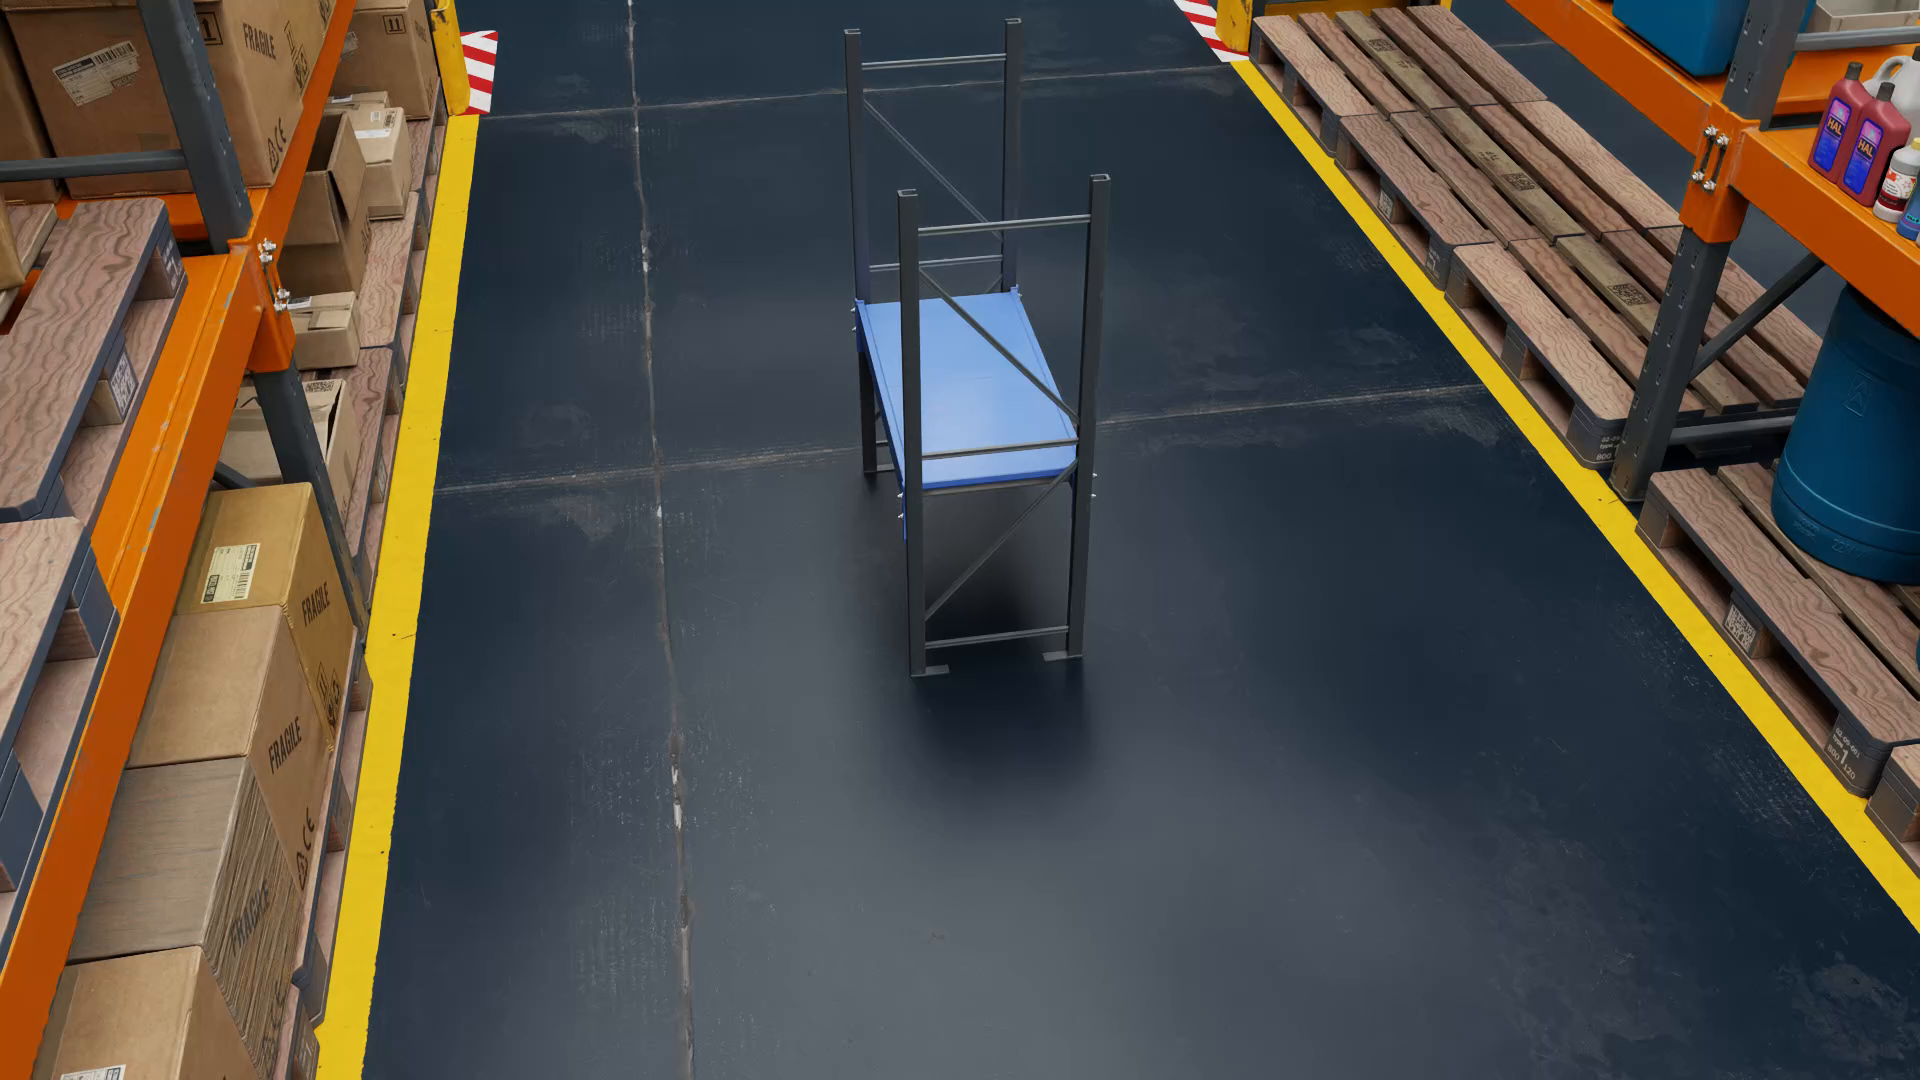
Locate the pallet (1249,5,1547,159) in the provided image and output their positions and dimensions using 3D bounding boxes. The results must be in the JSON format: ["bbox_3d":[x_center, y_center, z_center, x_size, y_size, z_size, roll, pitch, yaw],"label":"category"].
[{"bbox_3d":[2.045,-2.202,7.912,1.003,0.211,1.213,-6,38,-8],"label":"pallet"}]

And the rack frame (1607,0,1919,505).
[{"bbox_3d":[2.640,-1.389,4.593,1.000,3.000,0.127,-6,38,-8],"label":"rack frame"}]

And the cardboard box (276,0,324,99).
[{"bbox_3d":[-2.151,-1.544,4.711,0.500,0.500,0.500,-6,38,-7],"label":"cardboard box"}]

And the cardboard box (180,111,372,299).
[{"bbox_3d":[-2.572,-1.181,6.001,0.797,0.503,0.637,-6,38,-8],"label":"cardboard box"}]

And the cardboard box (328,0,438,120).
[{"bbox_3d":[-2.601,-2.160,7.264,0.500,0.500,0.500,-6,38,-8],"label":"cardboard box"}]

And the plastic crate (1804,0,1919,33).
[{"bbox_3d":[2.699,-1.605,5.037,0.396,0.136,0.243,-6,38,-8],"label":"plastic crate"}]

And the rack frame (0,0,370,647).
[{"bbox_3d":[-2.237,-0.859,3.911,1.000,3.000,0.127,-6,38,-8],"label":"rack frame"}]

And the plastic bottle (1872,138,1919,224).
[{"bbox_3d":[2.346,-0.895,4.119,0.097,0.201,0.097,0,38,0],"label":"plastic bottle"}]

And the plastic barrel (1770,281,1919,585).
[{"bbox_3d":[2.719,-0.396,4.683,0.600,0.901,0.708,-6,38,-8],"label":"plastic barrel"}]

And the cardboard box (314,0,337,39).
[{"bbox_3d":[-2.237,-1.847,5.101,0.500,0.500,0.500,-6,38,-8],"label":"cardboard box"}]

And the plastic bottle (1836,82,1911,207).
[{"bbox_3d":[2.308,-0.995,4.181,0.061,0.283,0.133,-6,38,-8],"label":"plastic bottle"}]

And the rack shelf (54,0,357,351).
[{"bbox_3d":[-2.588,-1.783,5.686,1.077,0.370,4.000,-6,38,-8],"label":"rack shelf"}]

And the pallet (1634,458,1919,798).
[{"bbox_3d":[2.734,0.182,4.843,1.003,0.211,1.213,-6,38,-8],"label":"pallet"}]

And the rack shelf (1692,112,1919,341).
[{"bbox_3d":[2.991,0.103,3.259,1.077,0.370,4.000,-6,38,-8],"label":"rack shelf"}]

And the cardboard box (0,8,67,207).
[{"bbox_3d":[-2.577,-1.173,4.233,0.500,0.500,0.500,-6,38,-7],"label":"cardboard box"}]

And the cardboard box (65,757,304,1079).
[{"bbox_3d":[-1.703,0.824,3.423,0.500,0.500,0.500,-6,38,-7],"label":"cardboard box"}]

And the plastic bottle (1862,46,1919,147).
[{"bbox_3d":[2.390,-1.098,4.259,0.144,0.351,0.185,-6,38,-8],"label":"plastic bottle"}]

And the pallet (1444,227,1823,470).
[{"bbox_3d":[2.473,-0.728,6.015,1.003,0.211,1.213,-6,38,-8],"label":"pallet"}]

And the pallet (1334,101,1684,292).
[{"bbox_3d":[2.256,-1.467,6.966,1.003,0.211,1.213,-6,38,-8],"label":"pallet"}]

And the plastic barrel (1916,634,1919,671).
[{"bbox_3d":[2.843,0.032,4.132,0.600,0.901,0.708,-6,38,-8],"label":"plastic barrel"}]

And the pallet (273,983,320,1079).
[{"bbox_3d":[-1.840,1.468,3.188,1.003,0.211,1.213,-6,38,-8],"label":"pallet"}]

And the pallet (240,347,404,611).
[{"bbox_3d":[-2.357,-0.172,5.300,1.003,0.211,1.213,-6,38,-8],"label":"pallet"}]

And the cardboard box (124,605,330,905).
[{"bbox_3d":[-1.790,0.521,3.813,0.500,0.500,0.500,-6,38,-8],"label":"cardboard box"}]

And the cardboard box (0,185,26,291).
[{"bbox_3d":[-2.374,-0.754,3.352,0.700,0.500,0.500,-19,42,-23],"label":"cardboard box"}]

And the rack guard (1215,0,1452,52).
[{"bbox_3d":[1.922,-2.831,8.487,1.175,0.500,0.348,-6,38,-8],"label":"rack guard"}]

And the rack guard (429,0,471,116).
[{"bbox_3d":[-2.925,-2.242,7.728,1.175,0.500,0.348,-6,38,-8],"label":"rack guard"}]

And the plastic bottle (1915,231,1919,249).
[{"bbox_3d":[2.410,-0.799,3.934,0.152,0.276,0.135,-6,38,-8],"label":"plastic bottle"}]

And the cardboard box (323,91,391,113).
[{"bbox_3d":[-2.618,-1.773,7.039,0.380,0.166,0.250,-6,38,-8],"label":"cardboard box"}]

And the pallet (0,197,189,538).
[{"bbox_3d":[-2.204,-0.289,3.333,1.003,0.211,1.213,-6,38,-8],"label":"pallet"}]

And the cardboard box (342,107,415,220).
[{"bbox_3d":[-2.464,-1.484,6.598,0.500,0.250,0.500,-6,38,-8],"label":"cardboard box"}]

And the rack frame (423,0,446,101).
[{"bbox_3d":[-2.938,-3.275,7.020,1.000,3.000,0.127,-6,38,-8],"label":"rack frame"}]

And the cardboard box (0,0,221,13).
[{"bbox_3d":[-2.043,-1.608,3.978,0.500,0.500,0.500,-5,38,-7],"label":"cardboard box"}]

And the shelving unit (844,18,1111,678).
[{"bbox_3d":[0.015,-0.541,4.724,0.538,1.500,1.048,-6,38,-8],"label":"shelving unit"}]

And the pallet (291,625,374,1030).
[{"bbox_3d":[-2.057,0.730,4.139,1.003,0.211,1.213,-6,38,-8],"label":"pallet"}]

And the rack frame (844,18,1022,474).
[{"bbox_3d":[-0.074,-0.848,5.119,0.500,1.500,0.032,-6,38,-8],"label":"rack frame"}]

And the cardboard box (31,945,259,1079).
[{"bbox_3d":[-1.611,1.131,3.028,0.500,0.500,0.500,-7,38,-9],"label":"cardboard box"}]

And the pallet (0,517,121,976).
[{"bbox_3d":[-1.881,0.459,2.371,1.003,0.211,1.213,-6,38,-8],"label":"pallet"}]

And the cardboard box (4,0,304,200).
[{"bbox_3d":[-2.058,-1.235,4.314,0.500,0.500,0.500,-5,38,-7],"label":"cardboard box"}]

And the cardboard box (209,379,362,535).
[{"bbox_3d":[-2.098,-0.248,4.957,0.500,0.311,0.500,-6,38,-8],"label":"cardboard box"}]

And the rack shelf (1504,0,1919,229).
[{"bbox_3d":[2.290,-2.313,6.369,1.077,0.370,4.000,-6,38,-8],"label":"rack shelf"}]

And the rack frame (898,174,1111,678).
[{"bbox_3d":[0.104,-0.234,4.328,0.500,1.500,0.032,-6,38,-8],"label":"rack frame"}]

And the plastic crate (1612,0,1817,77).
[{"bbox_3d":[2.223,-1.652,4.896,0.392,0.384,0.575,-6,38,-8],"label":"plastic crate"}]

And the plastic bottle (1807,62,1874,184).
[{"bbox_3d":[2.284,-1.076,4.285,0.061,0.283,0.133,-6,38,-8],"label":"plastic bottle"}]

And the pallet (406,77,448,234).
[{"bbox_3d":[-2.784,-1.646,7.197,1.003,0.211,1.213,-6,38,-8],"label":"pallet"}]

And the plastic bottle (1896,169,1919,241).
[{"bbox_3d":[2.363,-0.864,4.022,0.097,0.271,0.097,0,38,0],"label":"plastic bottle"}]

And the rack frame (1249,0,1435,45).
[{"bbox_3d":[1.939,-3.805,7.703,1.000,3.000,0.127,-6,38,-8],"label":"rack frame"}]

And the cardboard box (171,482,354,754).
[{"bbox_3d":[-1.868,0.222,4.198,0.500,0.500,0.500,-6,38,-8],"label":"cardboard box"}]

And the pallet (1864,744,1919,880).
[{"bbox_3d":[2.952,0.921,3.893,1.003,0.211,1.213,-6,38,-8],"label":"pallet"}]

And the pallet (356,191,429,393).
[{"bbox_3d":[-2.574,-0.911,6.251,1.003,0.211,1.213,-6,38,-8],"label":"pallet"}]

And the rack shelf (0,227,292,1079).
[{"bbox_3d":[-1.886,0.633,2.576,1.077,0.370,4.000,-6,38,-8],"label":"rack shelf"}]

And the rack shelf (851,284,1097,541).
[{"bbox_3d":[0.015,-0.399,4.834,0.538,0.185,1.000,-6,38,-8],"label":"rack shelf"}]

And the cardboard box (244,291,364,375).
[{"bbox_3d":[-2.259,-0.712,5.672,0.380,0.166,0.250,-6,38,-8],"label":"cardboard box"}]
